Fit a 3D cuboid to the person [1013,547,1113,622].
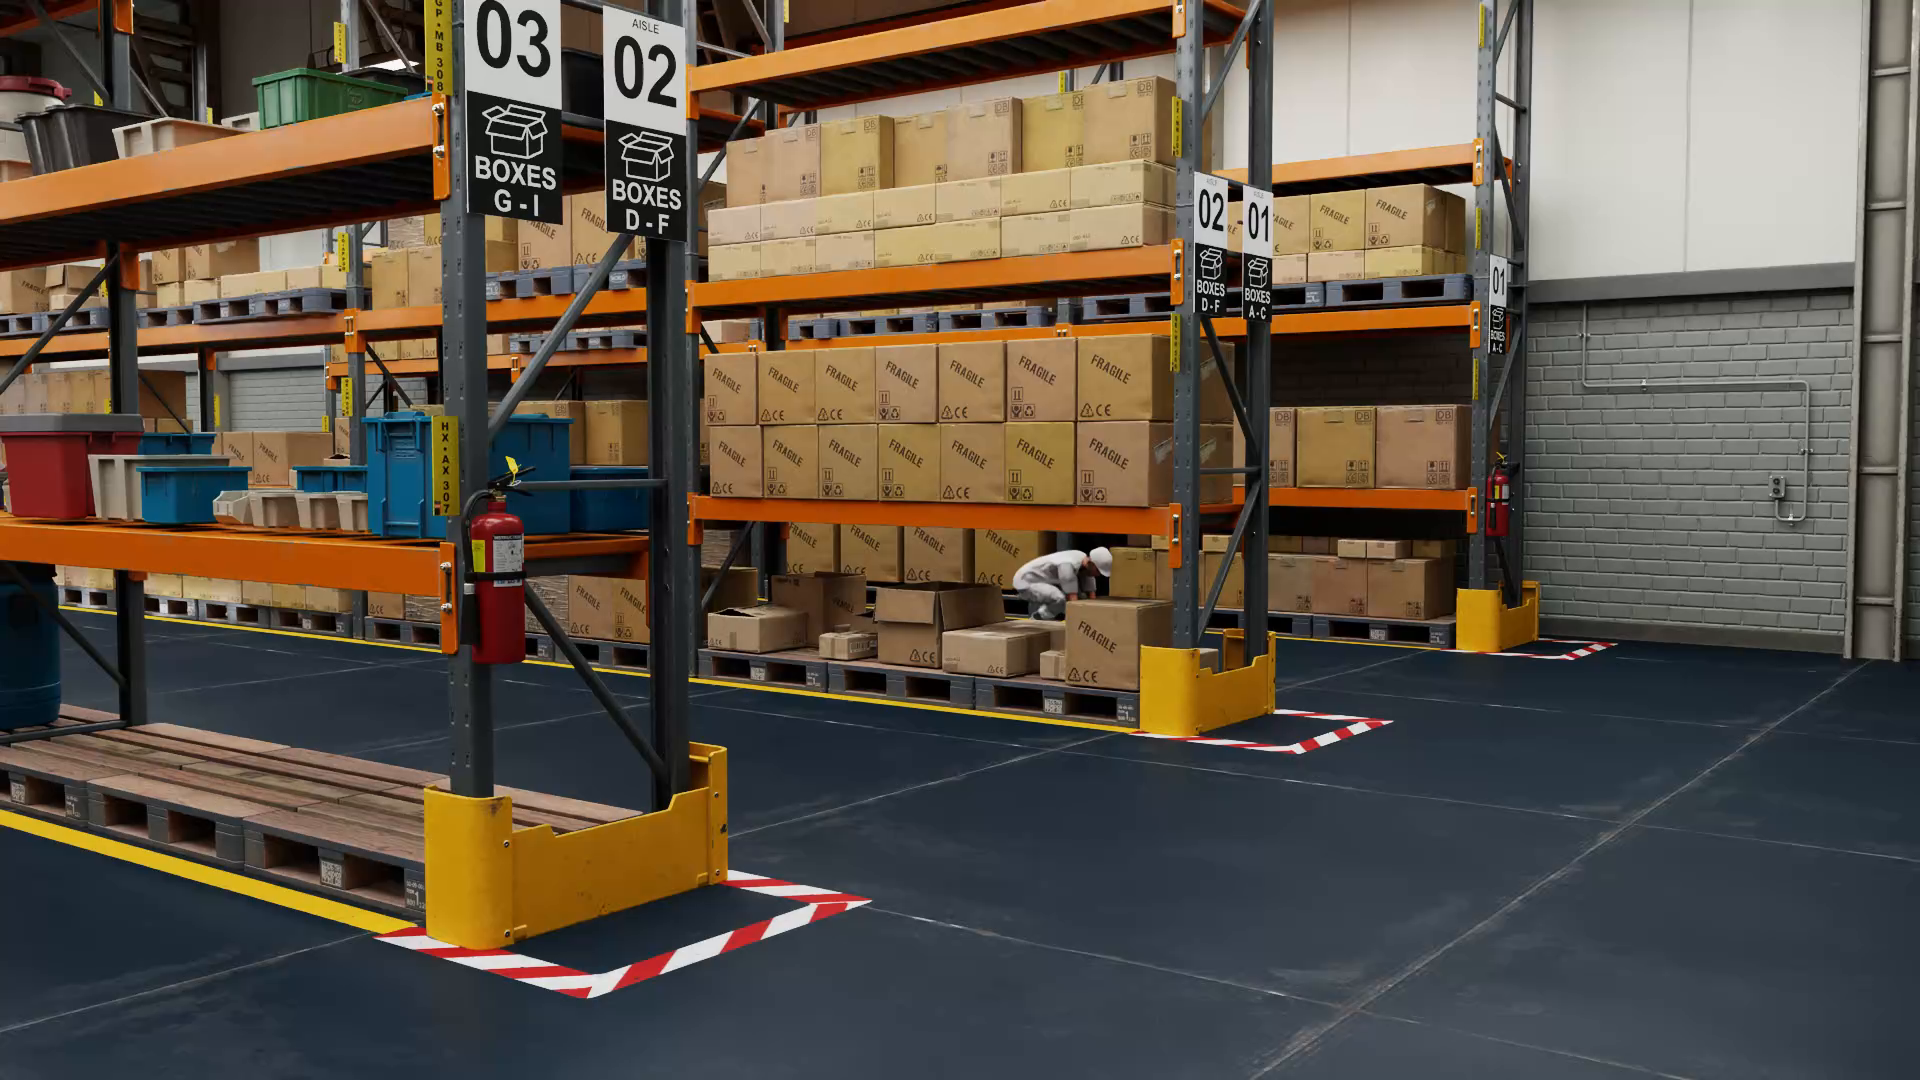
[{"bbox_3d":[0.924,0.489,14.766,0.925,0.874,0.537,2,4,35],"label":"person"}]
